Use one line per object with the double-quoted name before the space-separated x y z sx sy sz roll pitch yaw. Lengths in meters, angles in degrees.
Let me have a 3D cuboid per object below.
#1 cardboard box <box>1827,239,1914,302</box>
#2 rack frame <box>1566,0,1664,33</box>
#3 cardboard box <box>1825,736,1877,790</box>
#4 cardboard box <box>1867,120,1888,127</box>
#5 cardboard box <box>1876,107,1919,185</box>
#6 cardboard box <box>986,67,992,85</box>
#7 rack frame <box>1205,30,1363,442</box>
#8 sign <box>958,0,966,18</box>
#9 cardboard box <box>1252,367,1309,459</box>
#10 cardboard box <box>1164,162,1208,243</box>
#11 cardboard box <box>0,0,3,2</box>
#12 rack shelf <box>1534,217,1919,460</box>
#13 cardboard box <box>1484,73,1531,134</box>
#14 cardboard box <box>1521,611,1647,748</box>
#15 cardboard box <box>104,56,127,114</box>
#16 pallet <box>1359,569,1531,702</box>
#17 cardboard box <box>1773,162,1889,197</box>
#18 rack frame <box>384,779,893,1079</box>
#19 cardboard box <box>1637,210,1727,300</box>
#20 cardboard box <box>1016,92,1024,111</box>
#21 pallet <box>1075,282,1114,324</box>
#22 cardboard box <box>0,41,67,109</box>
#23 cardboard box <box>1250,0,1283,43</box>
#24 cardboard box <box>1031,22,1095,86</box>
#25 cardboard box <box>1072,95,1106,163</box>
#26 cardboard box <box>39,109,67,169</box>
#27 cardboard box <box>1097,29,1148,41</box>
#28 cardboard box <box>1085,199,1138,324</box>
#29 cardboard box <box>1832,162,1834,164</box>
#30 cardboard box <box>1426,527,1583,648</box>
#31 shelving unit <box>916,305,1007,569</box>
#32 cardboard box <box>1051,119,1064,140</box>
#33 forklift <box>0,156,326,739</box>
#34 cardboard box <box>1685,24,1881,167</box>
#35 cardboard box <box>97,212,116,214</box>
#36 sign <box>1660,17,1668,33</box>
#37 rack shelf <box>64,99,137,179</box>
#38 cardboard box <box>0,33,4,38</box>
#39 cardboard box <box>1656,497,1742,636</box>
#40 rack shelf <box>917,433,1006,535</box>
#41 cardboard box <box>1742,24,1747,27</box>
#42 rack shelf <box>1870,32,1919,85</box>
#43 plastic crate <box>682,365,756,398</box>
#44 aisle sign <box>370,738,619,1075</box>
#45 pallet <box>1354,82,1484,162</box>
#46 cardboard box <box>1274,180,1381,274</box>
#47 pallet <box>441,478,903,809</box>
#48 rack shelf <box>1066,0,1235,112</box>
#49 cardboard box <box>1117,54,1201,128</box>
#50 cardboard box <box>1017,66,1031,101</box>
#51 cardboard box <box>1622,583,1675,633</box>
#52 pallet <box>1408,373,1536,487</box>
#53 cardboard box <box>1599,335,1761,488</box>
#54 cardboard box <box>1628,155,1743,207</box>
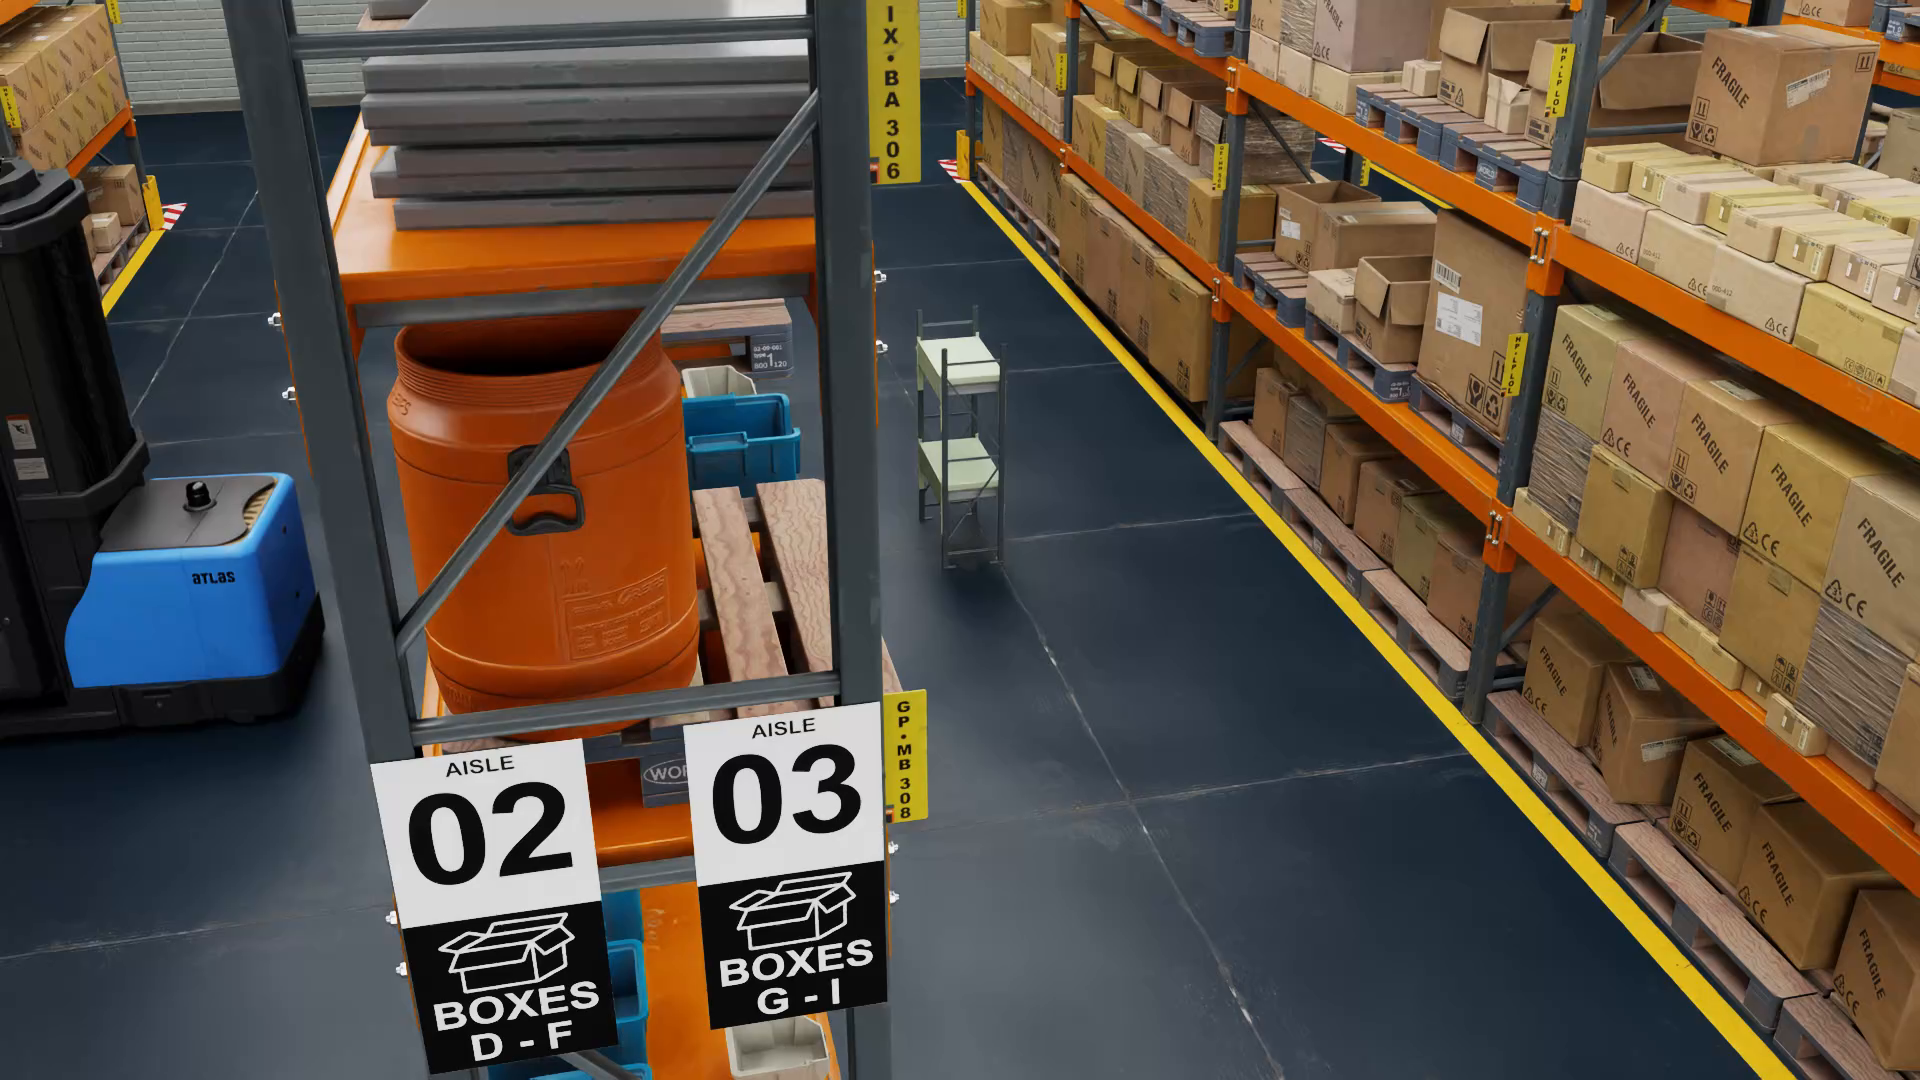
"cardboard box" 3.463 -0.999 6.142 0.380 0.149 0.250 -5 27 -10
"rack frame" 6.321 -4.372 16.430 1.000 3.000 0.127 -6 27 -12
"cardboard box" 3.607 0.816 6.430 0.380 0.149 0.250 -6 27 -12
"cardboard box" 7.244 -3.298 13.453 0.380 0.149 0.250 -7 28 -13
"cardboard box" 7.314 -2.909 12.311 0.700 0.500 0.500 -6 27 -12
"cardboard box" 0.500 -5.028 18.009 0.380 0.149 0.250 -6 27 -12
"rack frame" 2.367 -2.157 12.041 1.000 3.000 0.127 -6 27 -12
"sign" 0.022 -6.037 18.680 0.100 0.325 0.005 -6 27 -12
"cardboard box" 2.537 -0.945 11.927 0.700 0.500 0.500 -7 28 -14
"cardboard box" 1.908 -2.613 12.833 0.500 0.500 0.500 -6 27 -12
"cardboard box" -8.055 -4.419 13.361 0.500 0.250 0.500 -6 27 -12
"rack shelf" 3.719 -0.541 6.309 1.077 0.370 4.000 -6 27 -12
"cardboard box" 2.959 -2.270 8.619 0.396 0.266 0.258 -5 27 -10
"cardboard box" 3.320 0.707 8.675 0.500 0.500 0.500 -7 28 -13
"cardboard box" -8.722 -4.540 16.652 0.500 0.500 0.500 -5 27 -10
"pallet" 3.091 0.502 9.867 1.003 0.211 1.213 -6 27 -12
"cardboard box" 3.735 -1.510 7.154 0.380 0.149 0.250 -7 28 -14
"rack frame" -0.656 1.858 4.087 1.000 3.000 0.127 -6 27 -12
"cardboard box" 3.244 -1.218 7.018 0.500 0.250 0.500 -6 27 -12
"cardboard box" 0.788 -4.466 16.894 0.380 0.149 0.250 -6 27 -12
"pallet" 1.713 -2.337 15.493 1.003 0.211 1.213 -6 27 -12
"cardboard box" -8.251 -4.087 14.645 0.500 0.500 0.500 -7 28 -13
"cardboard box" 2.222 -3.531 10.770 0.500 0.500 0.500 -6 27 -11
"cardboard box" 0.992 -4.709 16.101 0.500 0.500 0.500 -6 27 -11
"cardboard box" 1.326 -3.730 15.047 0.500 0.500 0.500 -6 27 -11
"cardboard box" -8.155 -3.429 14.451 0.500 0.500 0.500 -5 27 -11
"cardboard box" 1.607 -4.550 15.786 0.500 0.500 0.500 -6 27 -12
"cardboard box" 1.831 -2.481 14.575 1.225 0.875 0.875 -7 28 -13
"cardboard box" 7.258 -3.026 13.576 0.380 0.149 0.250 -5 27 -9
"cardboard box" 3.151 0.247 9.565 0.700 0.500 0.500 -8 28 -16
"shelving unit" 0.002 -0.667 10.753 0.431 1.500 0.755 -6 27 -12
"cardboard box" 1.078 -3.901 15.776 0.380 0.149 0.250 -6 27 -11
"forklift" -5.227 -0.446 8.727 3.031 2.935 1.130 -3 27 -6
"cardboard box" 3.618 -1.969 7.344 0.500 0.500 0.500 -7 28 -13
"cardboard box" -8.722 -3.196 16.755 0.380 0.166 0.250 -6 27 -12
"sign" 6.861 -4.947 16.284 0.100 0.325 0.005 -6 27 -12
"rack shelf" -8.638 -3.466 15.432 1.077 0.370 4.000 -6 27 -12
"cardboard box" -8.897 -4.262 14.992 0.500 0.500 0.500 -6 27 -12
"cardboard box" 3.599 0.058 7.212 0.875 0.500 0.500 -6 27 -12
"rack shelf" 0.002 -0.376 10.900 0.431 0.370 0.720 -6 27 -12
"cardboard box" 10.048 -6.480 20.495 0.500 0.500 0.500 -6 27 -12
"rack shelf" 7.673 -2.756 10.698 1.077 0.370 4.000 -6 27 -12
"plastic crate" -0.802 -0.456 5.634 0.243 0.136 0.396 -6 27 -12
"aisle sign" -0.929 0.759 3.378 0.394 0.787 0.004 -6 27 -12
"pallet" 2.996 -2.393 9.388 1.213 0.211 1.003 -6 27 -12
"cardboard box" 2.528 -2.156 11.462 0.500 0.500 0.500 -9 28 -18
"pallet" -0.747 0.230 4.192 1.003 0.211 1.213 -6 27 -12
"rack shelf" 1.916 -4.053 13.267 1.077 0.370 4.000 -6 27 -12
"cardboard box" 1.761 -3.823 14.118 0.797 0.503 0.637 -6 27 -11
"cardboard box" 0.876 -4.597 16.712 0.500 0.250 0.500 -5 27 -11
"cardboard box" 3.233 0.277 7.498 0.380 0.149 0.250 -6 27 -12
"pallet" 3.238 -0.666 9.299 1.003 0.211 1.213 -6 27 -12
"cardboard box" 3.236 -0.582 7.370 0.500 0.500 0.500 -6 27 -12
"cardboard box" 3.168 -1.567 7.268 0.380 0.149 0.250 -7 28 -14
